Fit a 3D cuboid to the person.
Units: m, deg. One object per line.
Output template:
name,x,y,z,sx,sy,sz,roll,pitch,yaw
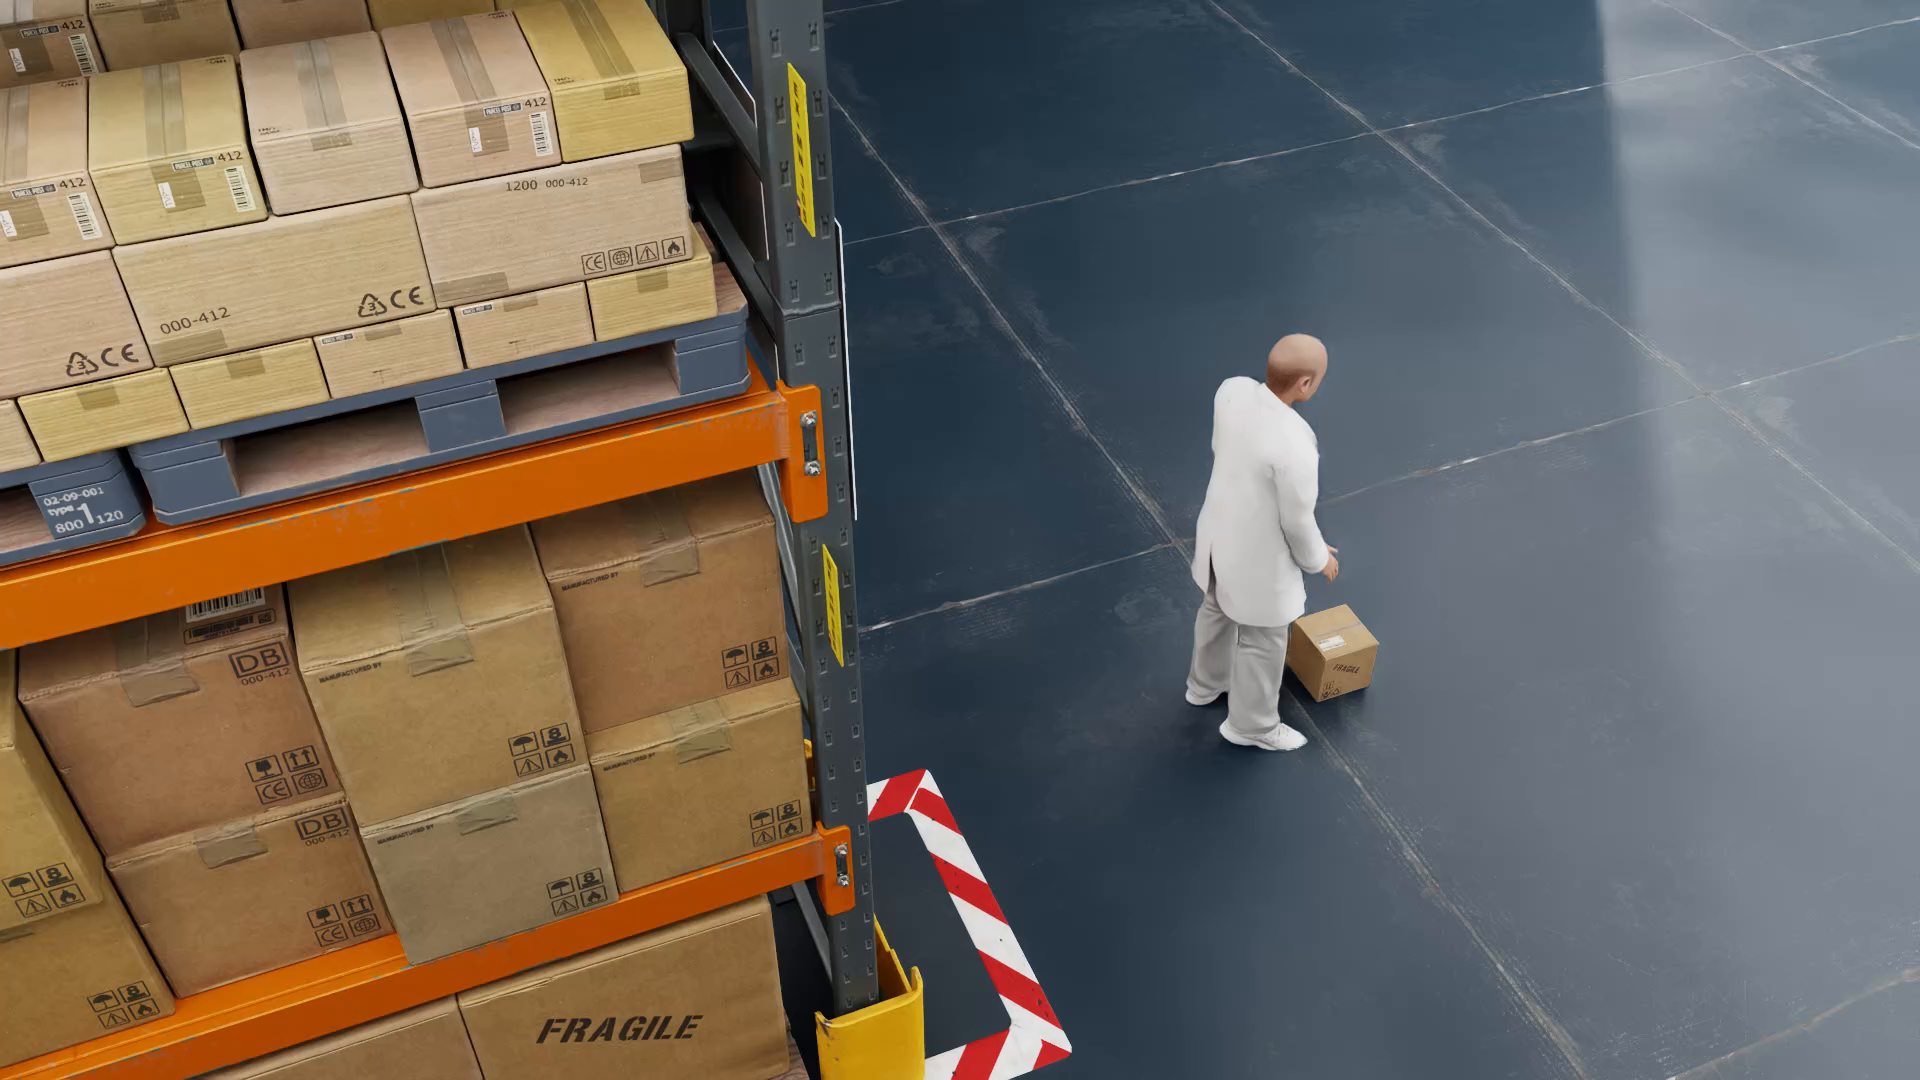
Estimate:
person,1.121,0.023,6.171,0.446,1.836,0.591,-16,44,-17
